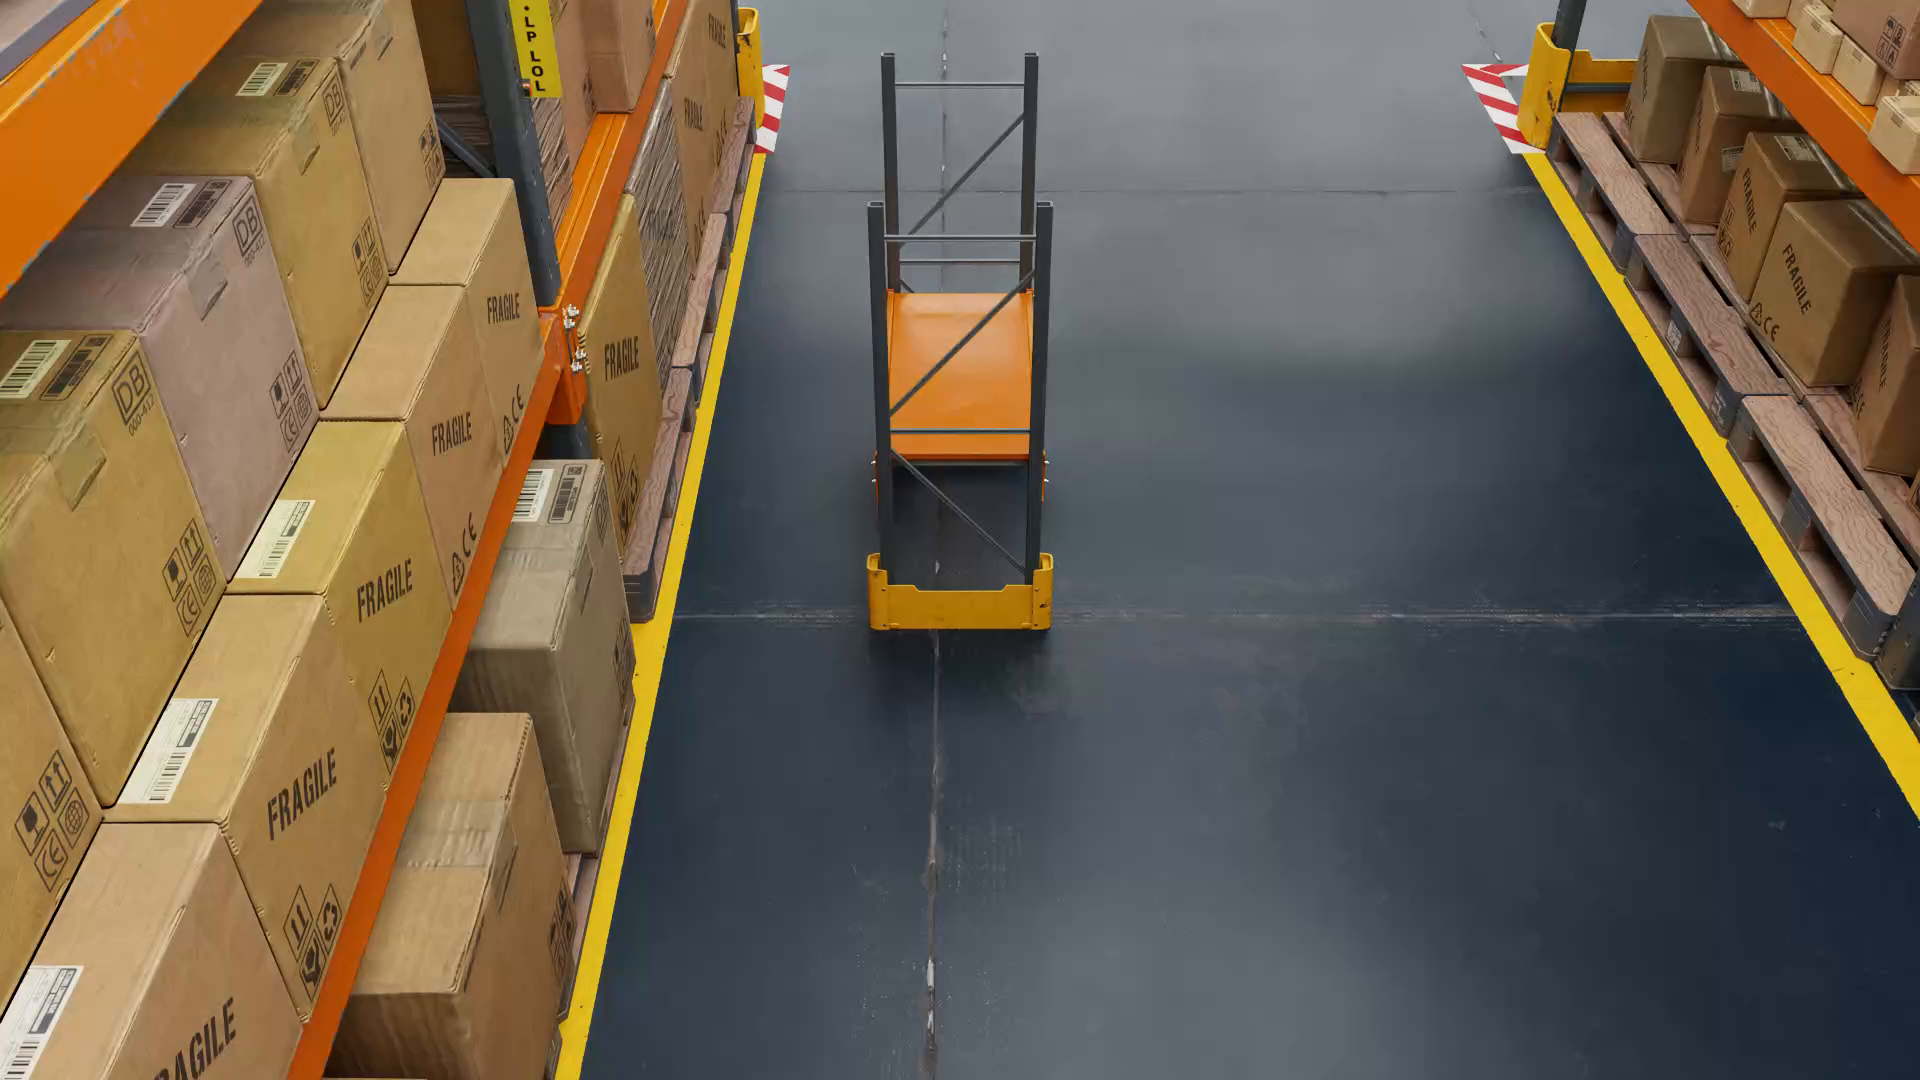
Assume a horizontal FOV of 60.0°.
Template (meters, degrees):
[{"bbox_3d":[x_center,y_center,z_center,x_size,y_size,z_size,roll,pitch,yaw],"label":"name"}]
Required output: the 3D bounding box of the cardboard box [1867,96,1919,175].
[{"bbox_3d":[3.047,-1.242,5.102,0.380,0.149,0.250,0,39,0],"label":"cardboard box"}]

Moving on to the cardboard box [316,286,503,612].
[{"bbox_3d":[-1.308,-0.194,3.513,0.500,0.500,0.500,0,39,-1],"label":"cardboard box"}]

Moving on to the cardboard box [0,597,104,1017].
[{"bbox_3d":[-1.567,0.358,2.025,0.700,0.500,0.500,-1,39,-1],"label":"cardboard box"}]

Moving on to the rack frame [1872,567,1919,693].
[{"bbox_3d":[3.384,-0.737,4.271,1.000,3.000,0.127,0,39,0],"label":"rack frame"}]

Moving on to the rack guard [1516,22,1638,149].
[{"bbox_3d":[3.379,-2.215,8.115,1.175,0.500,0.348,0,39,0],"label":"rack guard"}]

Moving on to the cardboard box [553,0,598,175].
[{"bbox_3d":[-1.612,-1.430,5.016,0.875,0.550,0.550,0,39,0],"label":"cardboard box"}]

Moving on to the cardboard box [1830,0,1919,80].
[{"bbox_3d":[3.379,-1.799,5.278,0.875,0.500,0.500,0,39,0],"label":"cardboard box"}]

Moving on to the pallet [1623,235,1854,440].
[{"bbox_3d":[3.344,-0.834,6.622,1.003,0.211,1.213,0,39,0],"label":"pallet"}]

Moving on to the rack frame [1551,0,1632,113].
[{"bbox_3d":[3.379,-3.238,7.392,1.000,3.000,0.127,0,39,0],"label":"rack frame"}]

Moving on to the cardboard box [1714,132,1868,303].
[{"bbox_3d":[3.380,-1.271,6.601,0.500,0.500,0.500,3,39,4],"label":"cardboard box"}]

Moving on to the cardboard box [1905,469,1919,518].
[{"bbox_3d":[3.424,-0.176,5.234,0.500,0.500,0.500,-1,39,-1],"label":"cardboard box"}]

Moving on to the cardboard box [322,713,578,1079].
[{"bbox_3d":[-1.488,0.909,3.681,1.050,0.750,0.750,0,39,0],"label":"cardboard box"}]

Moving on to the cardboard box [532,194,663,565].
[{"bbox_3d":[-1.507,-0.525,5.369,0.875,0.875,0.875,1,39,1],"label":"cardboard box"}]

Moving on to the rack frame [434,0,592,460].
[{"bbox_3d":[-1.576,-0.797,4.345,1.000,3.000,0.127,0,39,0],"label":"rack frame"}]

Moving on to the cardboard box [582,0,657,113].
[{"bbox_3d":[-1.495,-1.768,5.437,0.875,0.550,0.550,0,39,0],"label":"cardboard box"}]

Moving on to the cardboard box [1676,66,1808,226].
[{"bbox_3d":[3.398,-1.663,7.089,0.500,0.500,0.500,10,40,12],"label":"cardboard box"}]

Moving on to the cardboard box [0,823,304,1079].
[{"bbox_3d":[-1.306,0.751,2.334,0.500,0.500,0.500,0,39,0],"label":"cardboard box"}]

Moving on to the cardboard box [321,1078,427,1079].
[{"bbox_3d":[-1.487,1.491,2.954,1.050,0.750,0.750,1,39,1],"label":"cardboard box"}]

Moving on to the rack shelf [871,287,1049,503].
[{"bbox_3d":[0.000,-0.498,5.460,0.538,0.185,1.000,0,39,0],"label":"rack shelf"}]

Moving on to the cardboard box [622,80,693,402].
[{"bbox_3d":[-1.512,-1.088,6.073,0.875,0.875,0.875,0,39,0],"label":"cardboard box"}]

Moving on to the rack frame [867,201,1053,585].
[{"bbox_3d":[0.000,-0.321,4.951,0.500,1.500,0.032,0,39,0],"label":"rack frame"}]

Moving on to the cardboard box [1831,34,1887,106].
[{"bbox_3d":[3.138,-1.555,5.493,0.380,0.149,0.250,0,39,0],"label":"cardboard box"}]

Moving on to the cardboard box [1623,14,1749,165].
[{"bbox_3d":[3.363,-2.036,7.555,0.500,0.500,0.500,7,39,8],"label":"cardboard box"}]

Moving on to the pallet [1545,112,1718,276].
[{"bbox_3d":[3.345,-1.595,7.571,1.003,0.211,1.213,0,39,0],"label":"pallet"}]

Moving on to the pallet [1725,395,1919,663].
[{"bbox_3d":[3.348,-0.069,5.667,1.003,0.211,1.213,0,39,0],"label":"pallet"}]

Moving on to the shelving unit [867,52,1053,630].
[{"bbox_3d":[0.000,-0.633,5.340,0.587,1.500,1.083,0,39,0],"label":"shelving unit"}]

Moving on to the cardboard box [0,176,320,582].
[{"bbox_3d":[-1.567,-0.278,2.818,0.700,0.500,0.500,0,39,0],"label":"cardboard box"}]

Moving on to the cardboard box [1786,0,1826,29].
[{"bbox_3d":[3.179,-1.868,5.883,0.380,0.149,0.250,0,39,0],"label":"cardboard box"}]

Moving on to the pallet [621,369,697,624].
[{"bbox_3d":[-1.499,-0.184,5.811,1.003,0.211,1.213,0,39,0],"label":"pallet"}]

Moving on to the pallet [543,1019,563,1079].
[{"bbox_3d":[-1.496,1.539,3.661,1.003,0.211,1.213,0,39,0],"label":"pallet"}]

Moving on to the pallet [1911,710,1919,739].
[{"bbox_3d":[3.386,0.838,4.536,1.003,0.211,1.213,0,39,0],"label":"pallet"}]

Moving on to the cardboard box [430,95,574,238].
[{"bbox_3d":[-1.588,-1.086,4.586,0.875,0.550,0.550,0,39,0],"label":"cardboard box"}]

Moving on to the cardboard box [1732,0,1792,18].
[{"bbox_3d":[3.046,-2.024,6.078,0.380,0.149,0.250,0,39,0],"label":"cardboard box"}]

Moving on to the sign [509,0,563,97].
[{"bbox_3d":[-1.033,-1.224,4.016,0.100,0.325,0.005,0,39,0],"label":"sign"}]

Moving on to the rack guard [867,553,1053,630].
[{"bbox_3d":[0.000,0.166,5.343,0.587,0.250,0.087,0,39,0],"label":"rack guard"}]

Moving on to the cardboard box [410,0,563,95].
[{"bbox_3d":[-1.542,-1.507,4.249,0.875,0.550,0.550,0,39,0],"label":"cardboard box"}]

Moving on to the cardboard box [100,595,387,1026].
[{"bbox_3d":[-1.304,0.440,2.722,0.500,0.500,0.500,0,39,-1],"label":"cardboard box"}]

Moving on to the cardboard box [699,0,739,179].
[{"bbox_3d":[-1.514,-2.209,7.471,0.875,0.875,0.875,0,39,0],"label":"cardboard box"}]

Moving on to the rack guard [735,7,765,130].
[{"bbox_3d":[-1.581,-2.338,8.267,1.175,0.500,0.348,0,39,0],"label":"rack guard"}]

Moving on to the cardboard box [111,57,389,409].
[{"bbox_3d":[-1.567,-0.594,3.213,0.700,0.500,0.500,-1,39,-1],"label":"cardboard box"}]

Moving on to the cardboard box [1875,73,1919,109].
[{"bbox_3d":[3.179,-1.399,5.298,0.380,0.149,0.250,0,39,0],"label":"cardboard box"}]

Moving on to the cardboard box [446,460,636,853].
[{"bbox_3d":[-1.485,0.305,4.433,1.050,0.750,0.750,0,39,0],"label":"cardboard box"}]

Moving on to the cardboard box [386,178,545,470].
[{"bbox_3d":[-1.308,-0.510,3.907,0.500,0.500,0.500,0,39,0],"label":"cardboard box"}]

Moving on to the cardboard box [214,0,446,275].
[{"bbox_3d":[-1.570,-0.915,3.614,0.700,0.500,0.500,-1,39,-1],"label":"cardboard box"}]

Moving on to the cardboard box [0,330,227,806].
[{"bbox_3d":[-1.568,0.038,2.424,0.700,0.500,0.500,0,39,0],"label":"cardboard box"}]

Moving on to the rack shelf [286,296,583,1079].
[{"bbox_3d":[-1.574,0.735,3.010,1.077,0.370,4.000,0,39,0],"label":"rack shelf"}]

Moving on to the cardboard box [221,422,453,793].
[{"bbox_3d":[-1.307,0.122,3.119,0.500,0.500,0.500,0,39,0],"label":"cardboard box"}]

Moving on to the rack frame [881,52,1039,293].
[{"bbox_3d":[-0.001,-0.957,5.744,0.500,1.500,0.032,0,39,0],"label":"rack frame"}]

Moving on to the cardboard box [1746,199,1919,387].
[{"bbox_3d":[3.336,-0.922,6.165,0.500,0.500,0.500,-3,39,-4],"label":"cardboard box"}]

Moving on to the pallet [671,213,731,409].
[{"bbox_3d":[-1.503,-0.949,6.765,1.003,0.211,1.213,0,39,0],"label":"pallet"}]

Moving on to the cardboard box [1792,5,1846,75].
[{"bbox_3d":[3.103,-1.711,5.688,0.380,0.149,0.250,0,39,0],"label":"cardboard box"}]

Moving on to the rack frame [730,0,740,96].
[{"bbox_3d":[-1.581,-3.298,7.467,1.000,3.000,0.127,0,39,0],"label":"rack frame"}]

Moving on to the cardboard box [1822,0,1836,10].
[{"bbox_3d":[3.419,-2.112,5.668,0.875,0.500,0.500,0,39,0],"label":"cardboard box"}]

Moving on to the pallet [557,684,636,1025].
[{"bbox_3d":[-1.500,0.774,4.615,1.003,0.211,1.213,0,39,0],"label":"pallet"}]

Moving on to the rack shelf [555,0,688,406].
[{"bbox_3d":[-1.578,-1.767,6.131,1.077,0.370,4.000,0,39,0],"label":"rack shelf"}]

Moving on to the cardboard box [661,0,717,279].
[{"bbox_3d":[-1.511,-1.659,6.784,0.875,0.875,0.875,-1,39,-1],"label":"cardboard box"}]

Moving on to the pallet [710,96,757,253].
[{"bbox_3d":[-1.502,-1.710,7.715,1.003,0.211,1.213,0,39,0],"label":"pallet"}]

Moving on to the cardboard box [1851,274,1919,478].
[{"bbox_3d":[3.415,-0.534,5.681,0.500,0.500,0.500,12,40,14],"label":"cardboard box"}]
